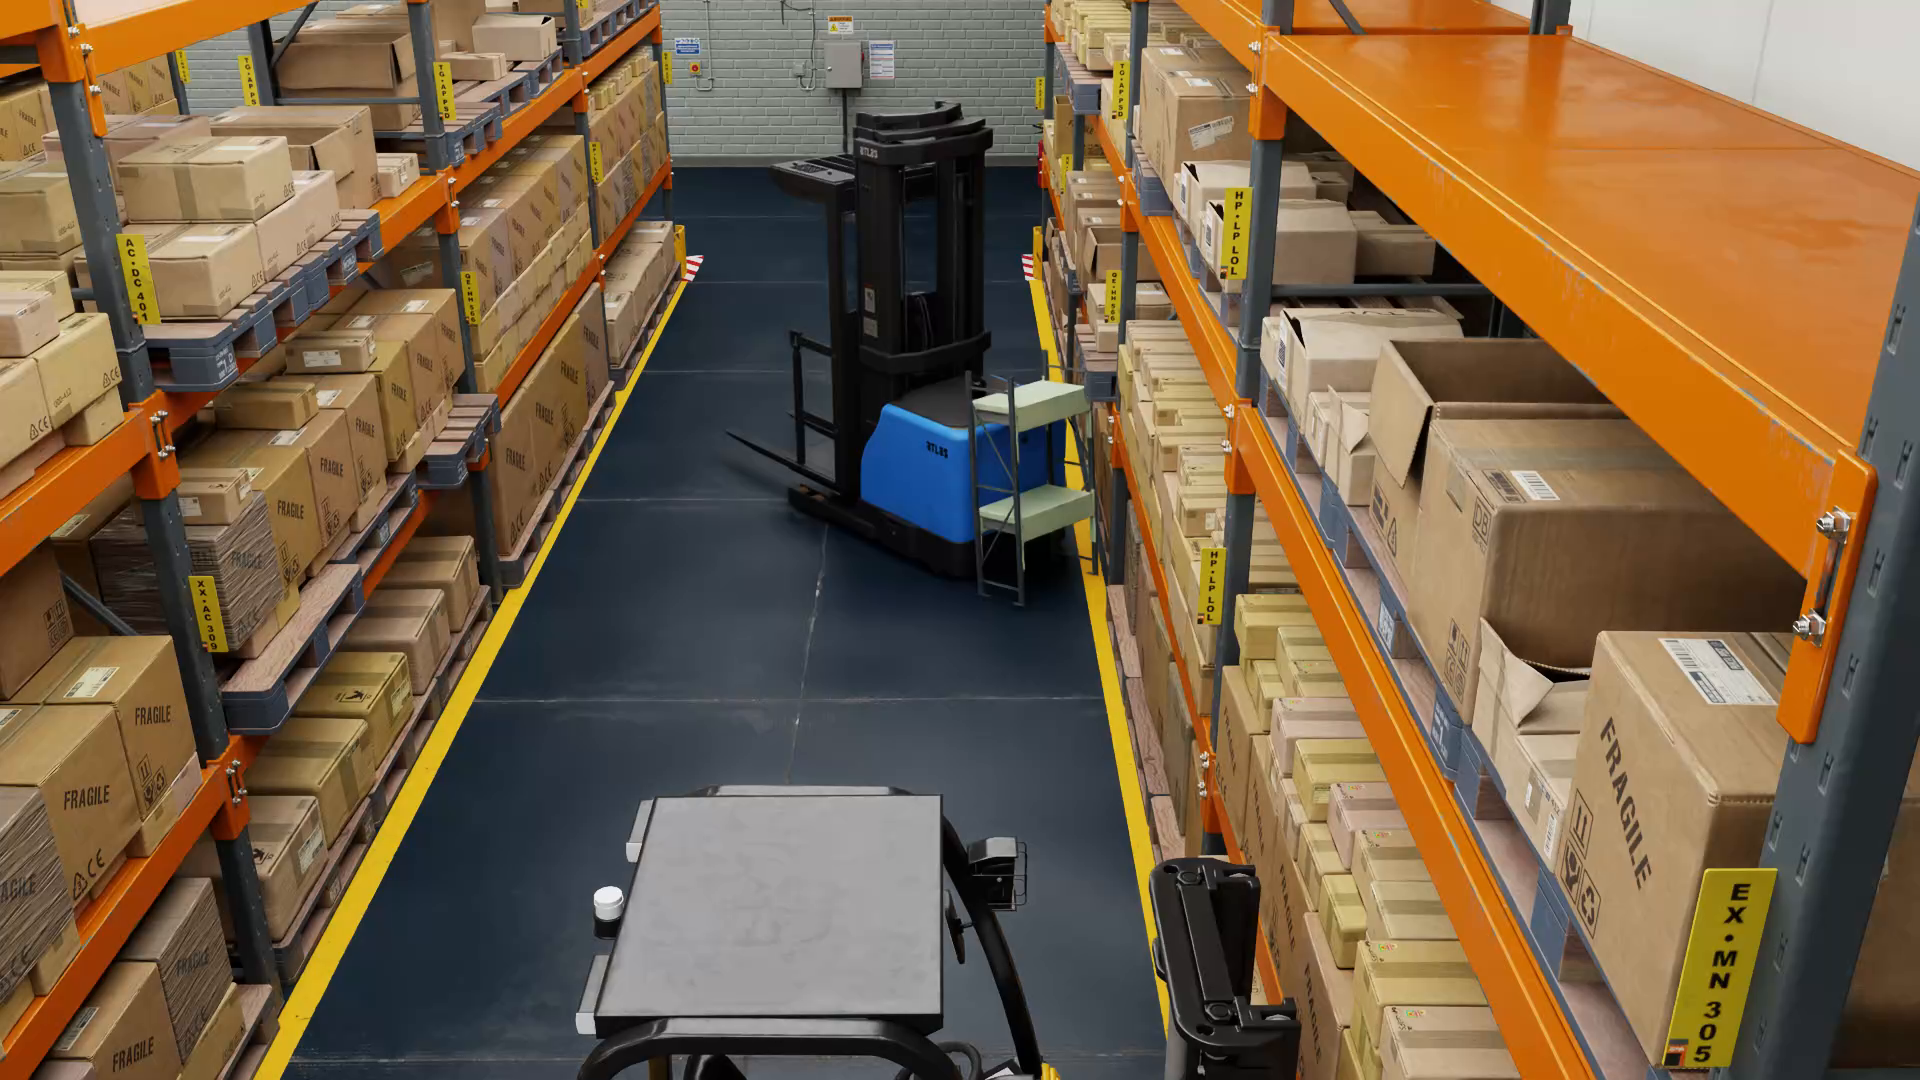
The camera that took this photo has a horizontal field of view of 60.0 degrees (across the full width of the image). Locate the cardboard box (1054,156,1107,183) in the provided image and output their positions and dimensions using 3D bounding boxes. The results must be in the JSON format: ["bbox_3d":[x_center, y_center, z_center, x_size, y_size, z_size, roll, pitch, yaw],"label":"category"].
[{"bbox_3d":[1.161,-3.532,15.741,0.500,0.250,0.500,-1,24,-2],"label":"cardboard box"}]

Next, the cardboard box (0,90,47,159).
[{"bbox_3d":[-8.267,-3.582,14.334,0.500,0.500,0.500,-1,24,-2],"label":"cardboard box"}]

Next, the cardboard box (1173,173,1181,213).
[{"bbox_3d":[1.191,-1.595,7.670,0.380,0.149,0.250,-1,24,-1],"label":"cardboard box"}]

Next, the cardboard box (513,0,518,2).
[{"bbox_3d":[-3.866,-4.468,14.024,0.380,0.149,0.250,0,24,1],"label":"cardboard box"}]

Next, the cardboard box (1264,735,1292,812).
[{"bbox_3d":[1.219,0.771,5.496,0.380,0.149,0.250,0,24,1],"label":"cardboard box"}]

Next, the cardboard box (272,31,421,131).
[{"bbox_3d":[-3.647,-2.720,9.849,0.797,0.503,0.637,-2,24,-4],"label":"cardboard box"}]

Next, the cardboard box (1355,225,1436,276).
[{"bbox_3d":[1.702,-1.176,6.743,0.380,0.149,0.250,0,24,-1],"label":"cardboard box"}]

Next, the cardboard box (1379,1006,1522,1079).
[{"bbox_3d":[1.238,1.270,4.032,0.380,0.149,0.250,0,24,1],"label":"cardboard box"}]

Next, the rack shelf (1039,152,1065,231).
[{"bbox_3d":[1.405,-3.129,15.901,1.077,0.370,4.000,0,24,-1],"label":"rack shelf"}]

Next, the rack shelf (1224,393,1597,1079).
[{"bbox_3d":[1.536,0.449,4.350,1.077,0.370,4.000,0,24,-1],"label":"rack shelf"}]

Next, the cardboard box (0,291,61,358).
[{"bbox_3d":[-3.147,-0.691,5.336,0.380,0.149,0.250,-1,24,-2],"label":"cardboard box"}]

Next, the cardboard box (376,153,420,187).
[{"bbox_3d":[-3.279,-2.084,9.382,0.380,0.149,0.250,0,24,-1],"label":"cardboard box"}]

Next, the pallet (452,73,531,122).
[{"bbox_3d":[-3.568,-2.967,11.259,1.003,0.211,1.213,1,24,2],"label":"pallet"}]

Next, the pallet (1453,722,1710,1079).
[{"bbox_3d":[1.576,0.694,3.042,1.003,0.211,1.213,0,24,-1],"label":"pallet"}]

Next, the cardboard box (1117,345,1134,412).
[{"bbox_3d":[1.207,-0.960,9.807,0.500,0.250,0.500,0,24,-1],"label":"cardboard box"}]

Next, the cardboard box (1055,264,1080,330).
[{"bbox_3d":[1.277,-2.300,15.720,0.700,0.500,0.500,-1,24,-3],"label":"cardboard box"}]

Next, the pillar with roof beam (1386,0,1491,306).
[{"bbox_3d":[-1.918,-3.165,7.828,9.100,9.000,0.400,0,24,-1],"label":"pillar with roof beam"}]

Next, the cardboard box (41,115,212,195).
[{"bbox_3d":[-3.616,-1.688,7.268,0.500,0.250,0.500,0,24,0],"label":"cardboard box"}]

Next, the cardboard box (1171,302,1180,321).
[{"bbox_3d":[1.622,-1.434,10.649,0.500,0.500,0.500,1,24,2],"label":"cardboard box"}]

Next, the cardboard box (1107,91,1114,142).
[{"bbox_3d":[1.216,-2.700,10.622,0.500,0.250,0.500,0,24,0],"label":"cardboard box"}]

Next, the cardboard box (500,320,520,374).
[{"bbox_3d":[-3.269,-1.306,11.180,0.500,0.250,0.500,-1,24,-2],"label":"cardboard box"}]

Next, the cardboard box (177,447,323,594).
[{"bbox_3d":[-3.173,-0.085,7.307,0.500,0.500,0.500,0,24,0],"label":"cardboard box"}]

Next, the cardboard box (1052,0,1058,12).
[{"bbox_3d":[1.134,-5.110,15.590,0.500,0.250,0.500,-1,24,-2],"label":"cardboard box"}]

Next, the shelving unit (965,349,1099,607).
[{"bbox_3d":[0.481,-0.415,10.828,0.431,1.500,0.755,14,24,43],"label":"shelving unit"}]

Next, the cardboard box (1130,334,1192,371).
[{"bbox_3d":[1.184,-1.083,9.595,0.380,0.149,0.250,0,24,1],"label":"cardboard box"}]

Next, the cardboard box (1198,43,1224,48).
[{"bbox_3d":[1.715,-3.069,10.593,0.380,0.149,0.250,1,24,1],"label":"cardboard box"}]

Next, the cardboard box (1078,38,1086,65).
[{"bbox_3d":[1.040,-3.471,11.819,0.380,0.149,0.250,0,24,1],"label":"cardboard box"}]

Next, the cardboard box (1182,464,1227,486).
[{"bbox_3d":[1.242,-0.240,7.732,0.380,0.149,0.250,-1,24,-2],"label":"cardboard box"}]

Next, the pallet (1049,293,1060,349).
[{"bbox_3d":[1.405,-2.149,16.245,1.003,0.211,1.213,0,24,-1],"label":"pallet"}]

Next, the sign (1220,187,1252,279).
[{"bbox_3d":[0.972,-1.075,5.838,0.100,0.325,0.005,0,24,-1],"label":"sign"}]

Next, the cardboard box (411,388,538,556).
[{"bbox_3d":[-3.417,-0.469,11.215,0.875,0.875,0.875,0,24,-1],"label":"cardboard box"}]

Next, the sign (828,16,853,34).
[{"bbox_3d":[-1.620,-6.991,22.565,0.339,0.242,0.001,0,24,-1],"label":"sign"}]

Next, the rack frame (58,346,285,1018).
[{"bbox_3d":[-3.449,0.688,6.589,1.000,3.000,0.127,0,24,-1],"label":"rack frame"}]

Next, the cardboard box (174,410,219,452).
[{"bbox_3d":[-3.690,-0.291,7.761,0.500,0.500,0.500,1,24,1],"label":"cardboard box"}]

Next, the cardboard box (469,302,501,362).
[{"bbox_3d":[-3.251,-1.330,10.625,0.500,0.250,0.500,0,24,-1],"label":"cardboard box"}]

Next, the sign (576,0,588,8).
[{"bbox_3d":[-2.994,-4.361,13.102,0.100,0.325,0.005,0,24,-1],"label":"sign"}]

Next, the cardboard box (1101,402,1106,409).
[{"bbox_3d":[1.226,-1.081,12.237,0.380,0.149,0.250,-1,24,-3],"label":"cardboard box"}]

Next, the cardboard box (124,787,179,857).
[{"bbox_3d":[-3.131,1.036,6.124,0.380,0.149,0.250,0,24,1],"label":"cardboard box"}]

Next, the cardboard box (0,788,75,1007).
[{"bbox_3d":[-3.173,1.115,5.163,0.500,0.500,0.500,0,24,1],"label":"cardboard box"}]

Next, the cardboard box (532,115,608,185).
[{"bbox_3d":[-3.299,-3.307,14.087,0.500,0.500,0.500,0,24,0],"label":"cardboard box"}]

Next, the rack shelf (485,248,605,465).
[{"bbox_3d":[-3.514,-1.457,12.204,1.077,0.370,4.000,0,24,-1],"label":"rack shelf"}]

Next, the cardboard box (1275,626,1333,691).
[{"bbox_3d":[1.332,0.427,5.895,0.380,0.149,0.250,0,24,0],"label":"cardboard box"}]

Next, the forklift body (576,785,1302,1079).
[{"bbox_3d":[-0.287,1.926,4.882,2.313,2.155,1.214,0,24,-1],"label":"forklift body"}]

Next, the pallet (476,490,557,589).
[{"bbox_3d":[-3.426,-0.015,11.527,1.003,0.211,1.213,0,24,-1],"label":"pallet"}]

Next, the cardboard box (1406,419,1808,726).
[{"bbox_3d":[1.399,0.059,3.586,0.700,0.500,0.500,0,24,0],"label":"cardboard box"}]

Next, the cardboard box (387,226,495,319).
[{"bbox_3d":[-3.253,-1.666,10.458,0.500,0.500,0.500,-1,24,-2],"label":"cardboard box"}]

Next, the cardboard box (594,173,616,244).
[{"bbox_3d":[-3.279,-2.849,14.287,0.500,0.500,0.500,1,24,1],"label":"cardboard box"}]

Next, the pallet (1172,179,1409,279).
[{"bbox_3d":[1.583,-1.525,8.071,1.003,0.211,1.213,1,24,2],"label":"pallet"}]

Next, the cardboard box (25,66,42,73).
[{"bbox_3d":[-8.794,-4.221,15.747,0.500,0.500,0.500,-1,24,-2],"label":"cardboard box"}]

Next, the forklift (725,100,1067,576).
[{"bbox_3d":[-0.609,-1.622,11.780,1.130,2.935,3.031,-20,31,-37],"label":"forklift"}]

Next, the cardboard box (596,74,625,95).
[{"bbox_3d":[-3.278,-4.164,15.195,0.380,0.149,0.250,0,24,0],"label":"cardboard box"}]

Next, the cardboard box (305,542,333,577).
[{"bbox_3d":[-3.173,0.056,7.781,0.380,0.149,0.250,0,24,0],"label":"cardboard box"}]

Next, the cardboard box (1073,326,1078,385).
[{"bbox_3d":[1.208,-1.484,13.916,0.500,0.500,0.500,1,24,2],"label":"cardboard box"}]

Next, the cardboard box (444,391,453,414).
[{"bbox_3d":[-3.178,-0.793,9.659,0.380,0.149,0.250,0,24,0],"label":"cardboard box"}]

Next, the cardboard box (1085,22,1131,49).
[{"bbox_3d":[1.068,-3.498,11.517,0.380,0.149,0.250,0,24,0],"label":"cardboard box"}]
